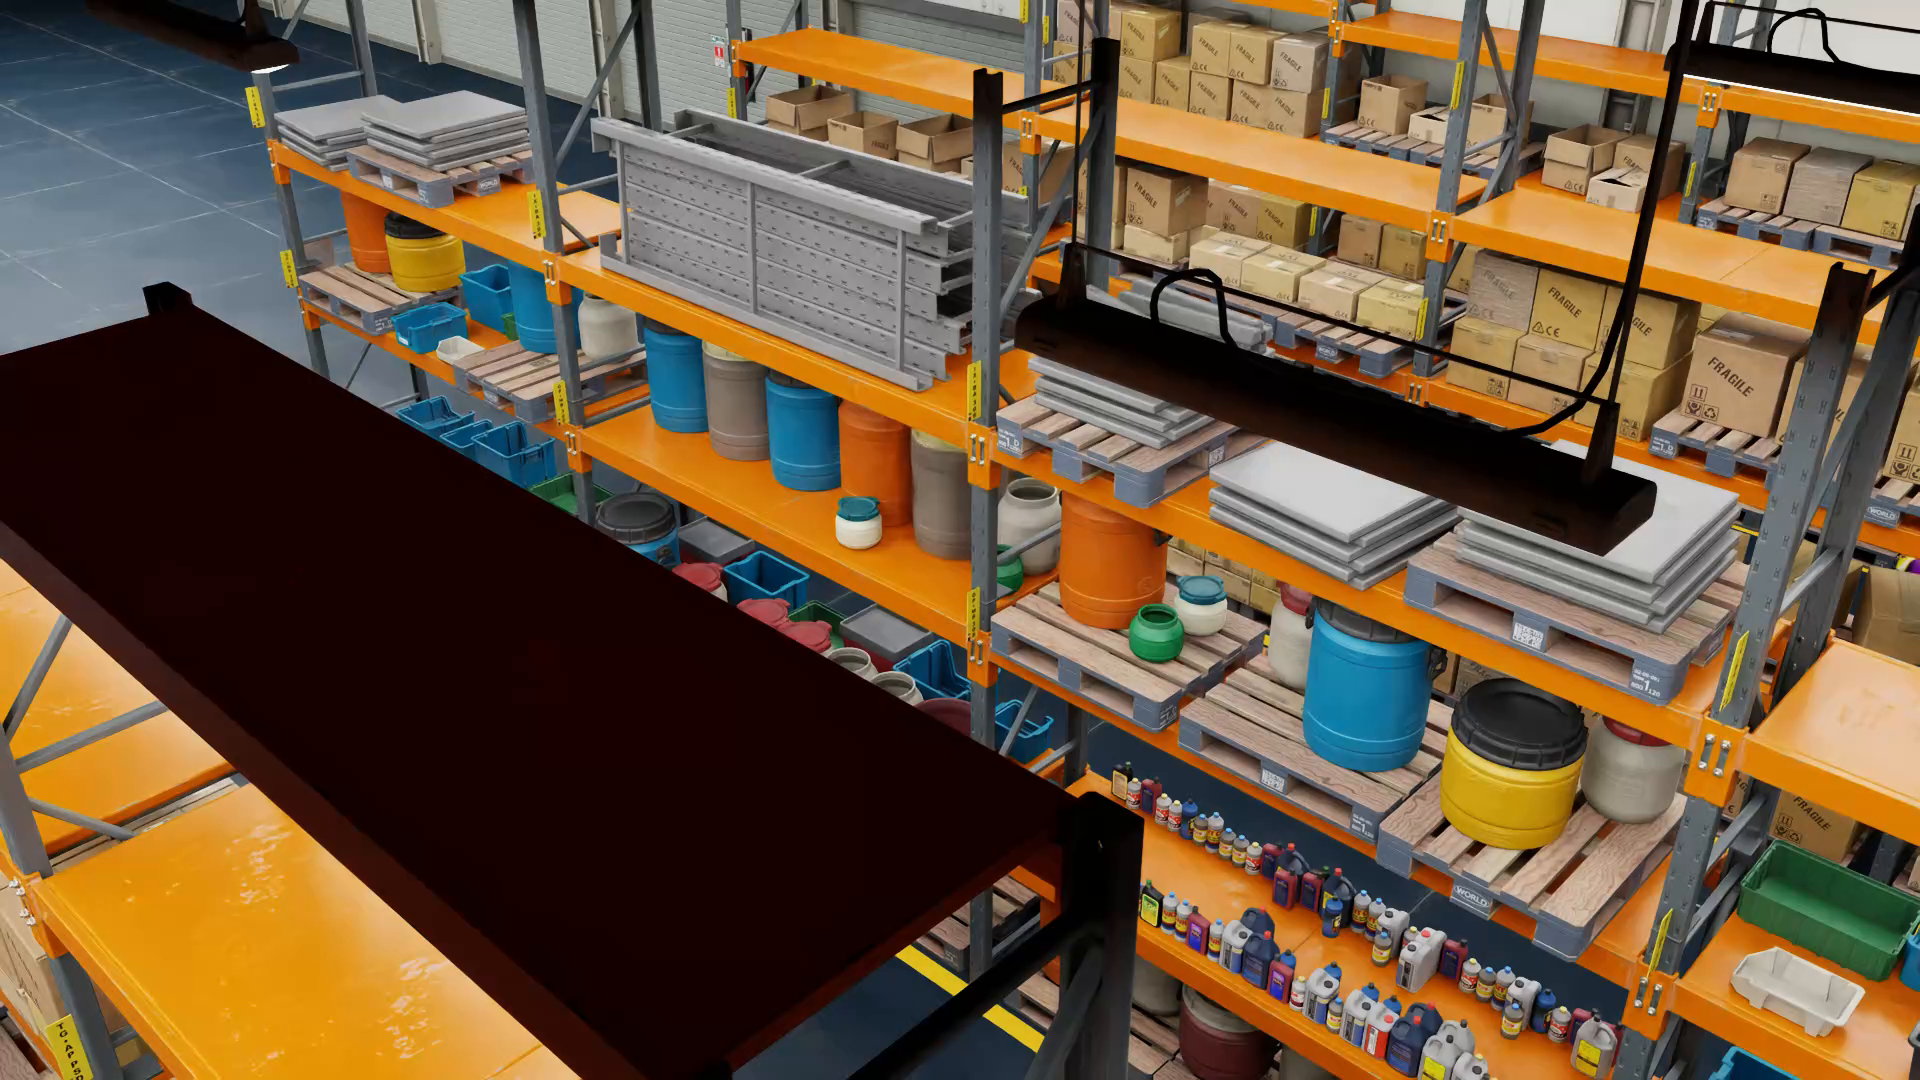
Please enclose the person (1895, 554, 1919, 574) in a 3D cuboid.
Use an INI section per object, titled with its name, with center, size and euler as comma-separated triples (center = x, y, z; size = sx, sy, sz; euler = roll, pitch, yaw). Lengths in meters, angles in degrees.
[person]
center = 7.663, 0.493, 13.573
size = 1.092, 1.697, 0.650
euler = 21, 36, 33
